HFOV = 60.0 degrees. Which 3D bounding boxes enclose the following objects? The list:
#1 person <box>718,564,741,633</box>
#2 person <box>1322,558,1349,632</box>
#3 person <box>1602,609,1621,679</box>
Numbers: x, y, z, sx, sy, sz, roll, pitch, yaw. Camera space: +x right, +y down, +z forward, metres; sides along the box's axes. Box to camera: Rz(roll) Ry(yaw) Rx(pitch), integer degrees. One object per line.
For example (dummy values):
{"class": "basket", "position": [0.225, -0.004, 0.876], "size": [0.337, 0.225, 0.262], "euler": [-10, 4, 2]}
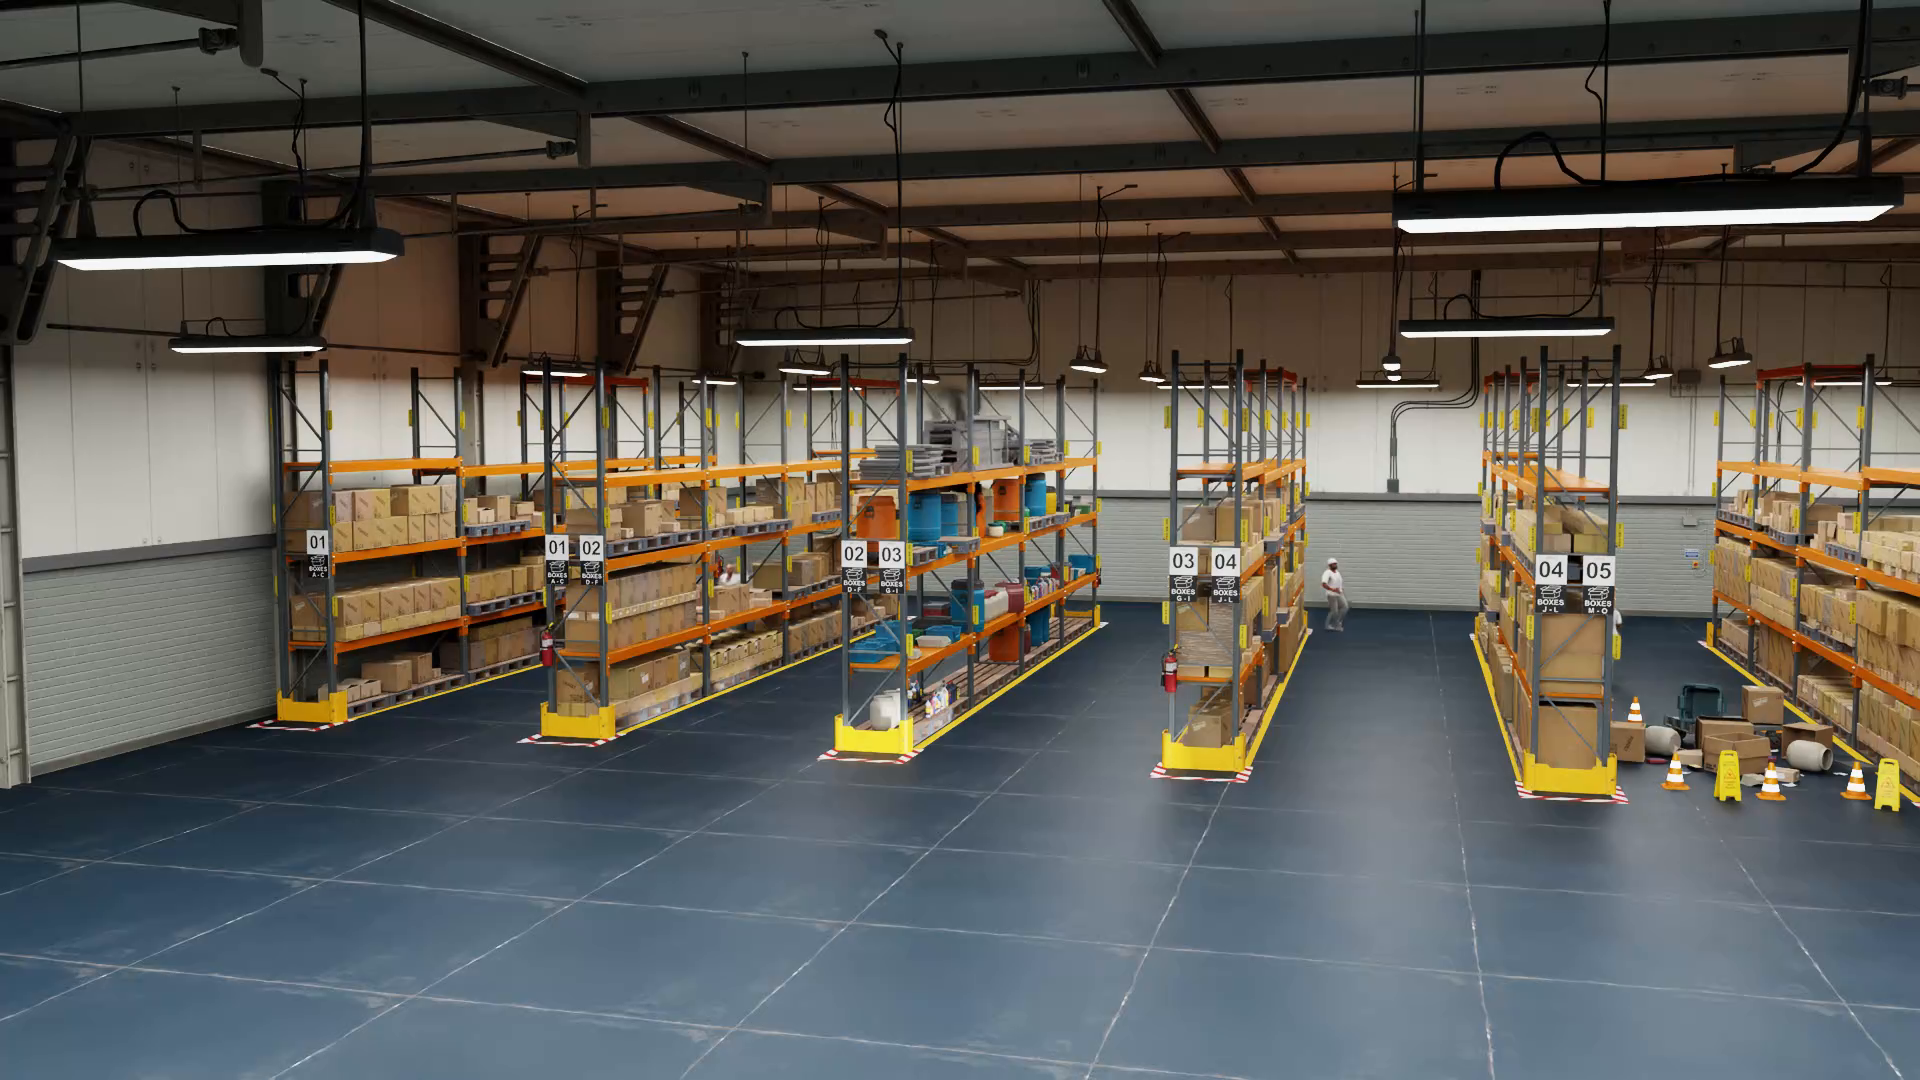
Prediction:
{"class": "person", "position": [-5.145, 1.461, 37.419], "size": [0.716, 1.693, 0.961], "euler": [1, 4, 13]}
{"class": "person", "position": [8.908, 1.314, 39.490], "size": [0.746, 1.773, 0.592], "euler": [-4, 5, -41]}
{"class": "person", "position": [12.444, 1.878, 32.111], "size": [0.584, 1.620, 0.667], "euler": [1, 4, 11]}
